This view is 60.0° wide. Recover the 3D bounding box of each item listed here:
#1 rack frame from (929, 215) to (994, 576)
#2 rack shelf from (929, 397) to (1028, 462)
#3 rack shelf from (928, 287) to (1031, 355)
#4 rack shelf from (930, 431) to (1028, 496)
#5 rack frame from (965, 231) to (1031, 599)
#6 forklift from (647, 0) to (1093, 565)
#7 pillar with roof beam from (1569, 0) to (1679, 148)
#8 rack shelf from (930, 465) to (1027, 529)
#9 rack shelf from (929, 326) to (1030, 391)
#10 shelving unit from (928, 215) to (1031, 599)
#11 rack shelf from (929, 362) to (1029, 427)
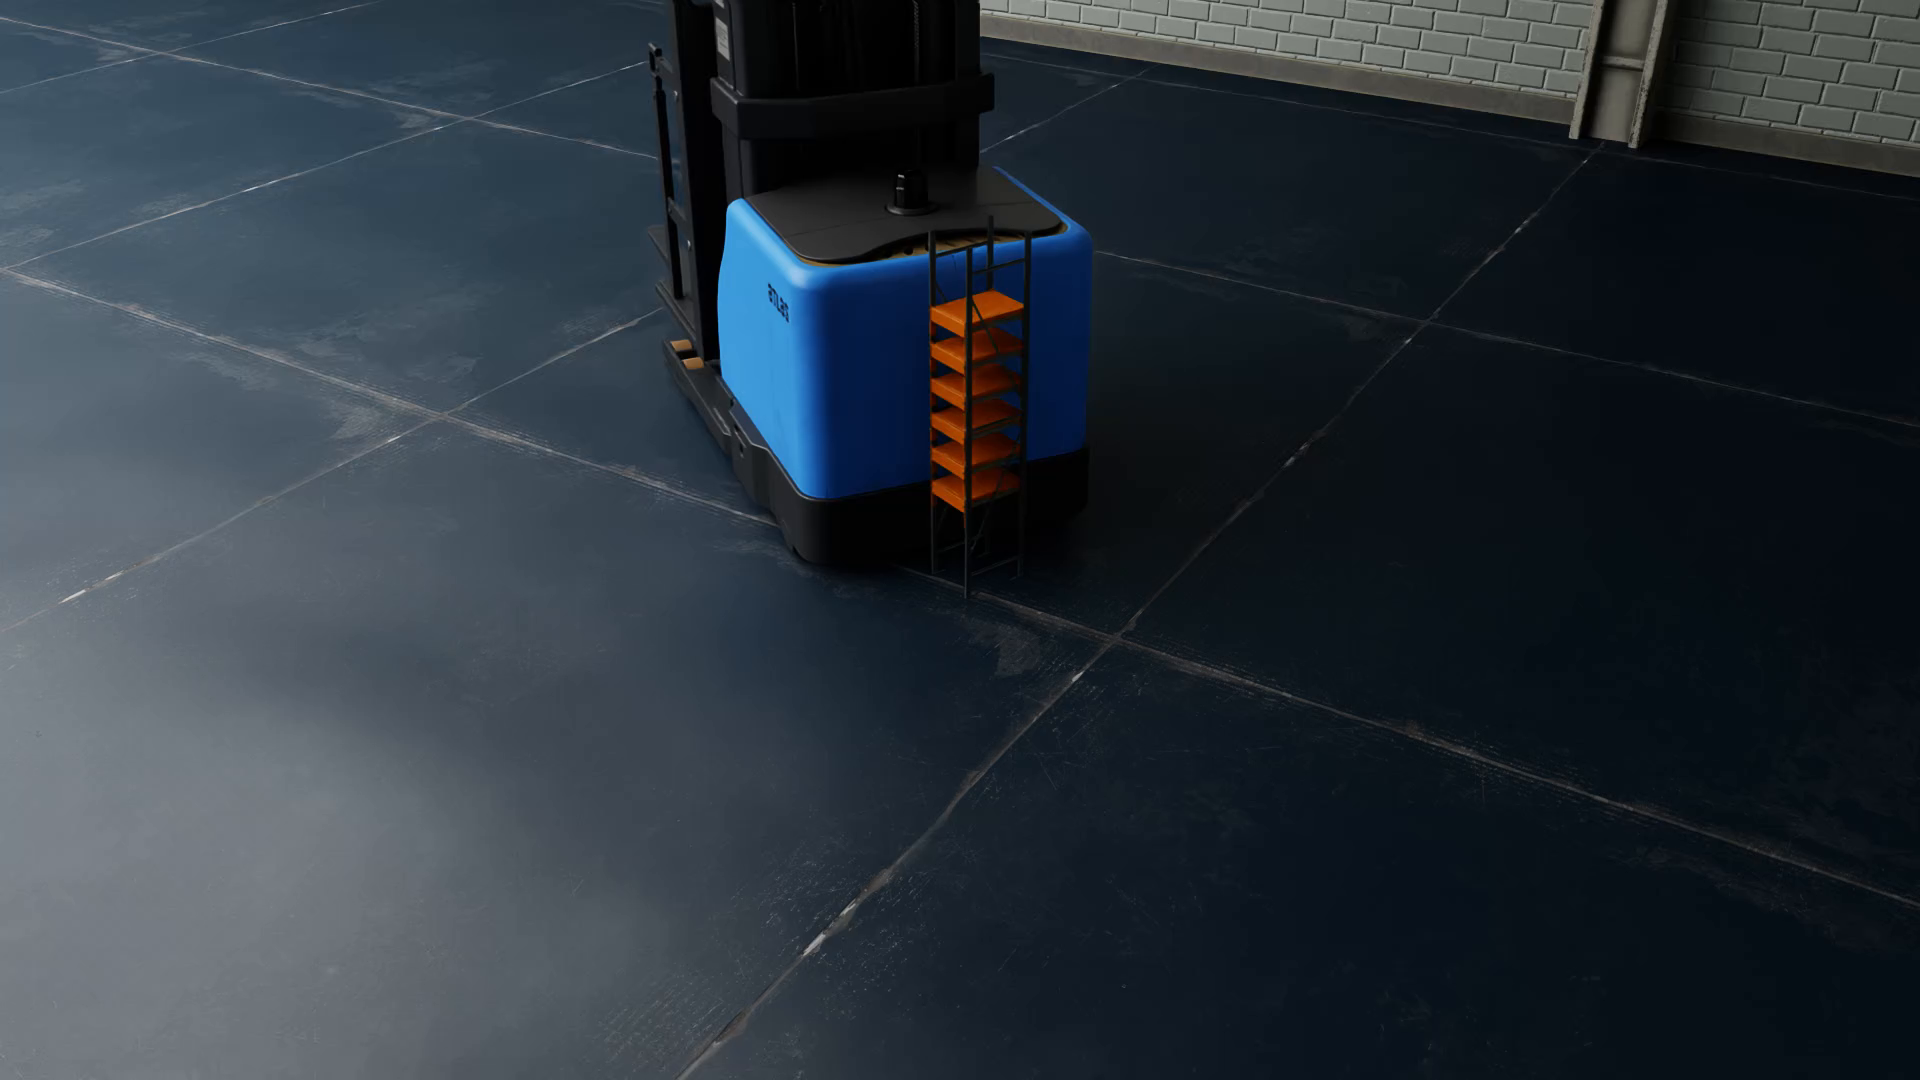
[{"bbox_3d":[0.005,-0.436,5.307,0.240,1.200,0.006,-21,36,-31],"label":"rack frame"},{"bbox_3d":[0.060,-0.361,5.266,0.258,0.103,0.180,-21,36,-31],"label":"rack shelf"},{"bbox_3d":[0.060,-0.672,5.084,0.258,0.103,0.180,-21,36,-31],"label":"rack shelf"},{"bbox_3d":[0.060,-0.257,5.326,0.258,0.103,0.180,-21,36,-31],"label":"rack shelf"},{"bbox_3d":[0.114,-0.362,5.180,0.240,1.200,0.006,-21,36,-31],"label":"rack frame"},{"bbox_3d":[-0.584,-1.911,6.116,1.130,2.935,3.031,-12,32,-19],"label":"forklift"},{"bbox_3d":[1.555,-4.437,4.426,0.400,9.000,9.100,18,35,27],"label":"pillar with roof beam"},{"bbox_3d":[0.060,-0.154,5.387,0.258,0.103,0.180,-21,36,-31],"label":"rack shelf"},{"bbox_3d":[0.060,-0.568,5.145,0.258,0.103,0.180,-21,36,-31],"label":"rack shelf"},{"bbox_3d":[0.060,-0.399,5.244,0.258,1.200,0.189,-21,36,-31],"label":"shelving unit"},{"bbox_3d":[0.060,-0.464,5.205,0.258,0.103,0.180,-21,36,-31],"label":"rack shelf"}]
